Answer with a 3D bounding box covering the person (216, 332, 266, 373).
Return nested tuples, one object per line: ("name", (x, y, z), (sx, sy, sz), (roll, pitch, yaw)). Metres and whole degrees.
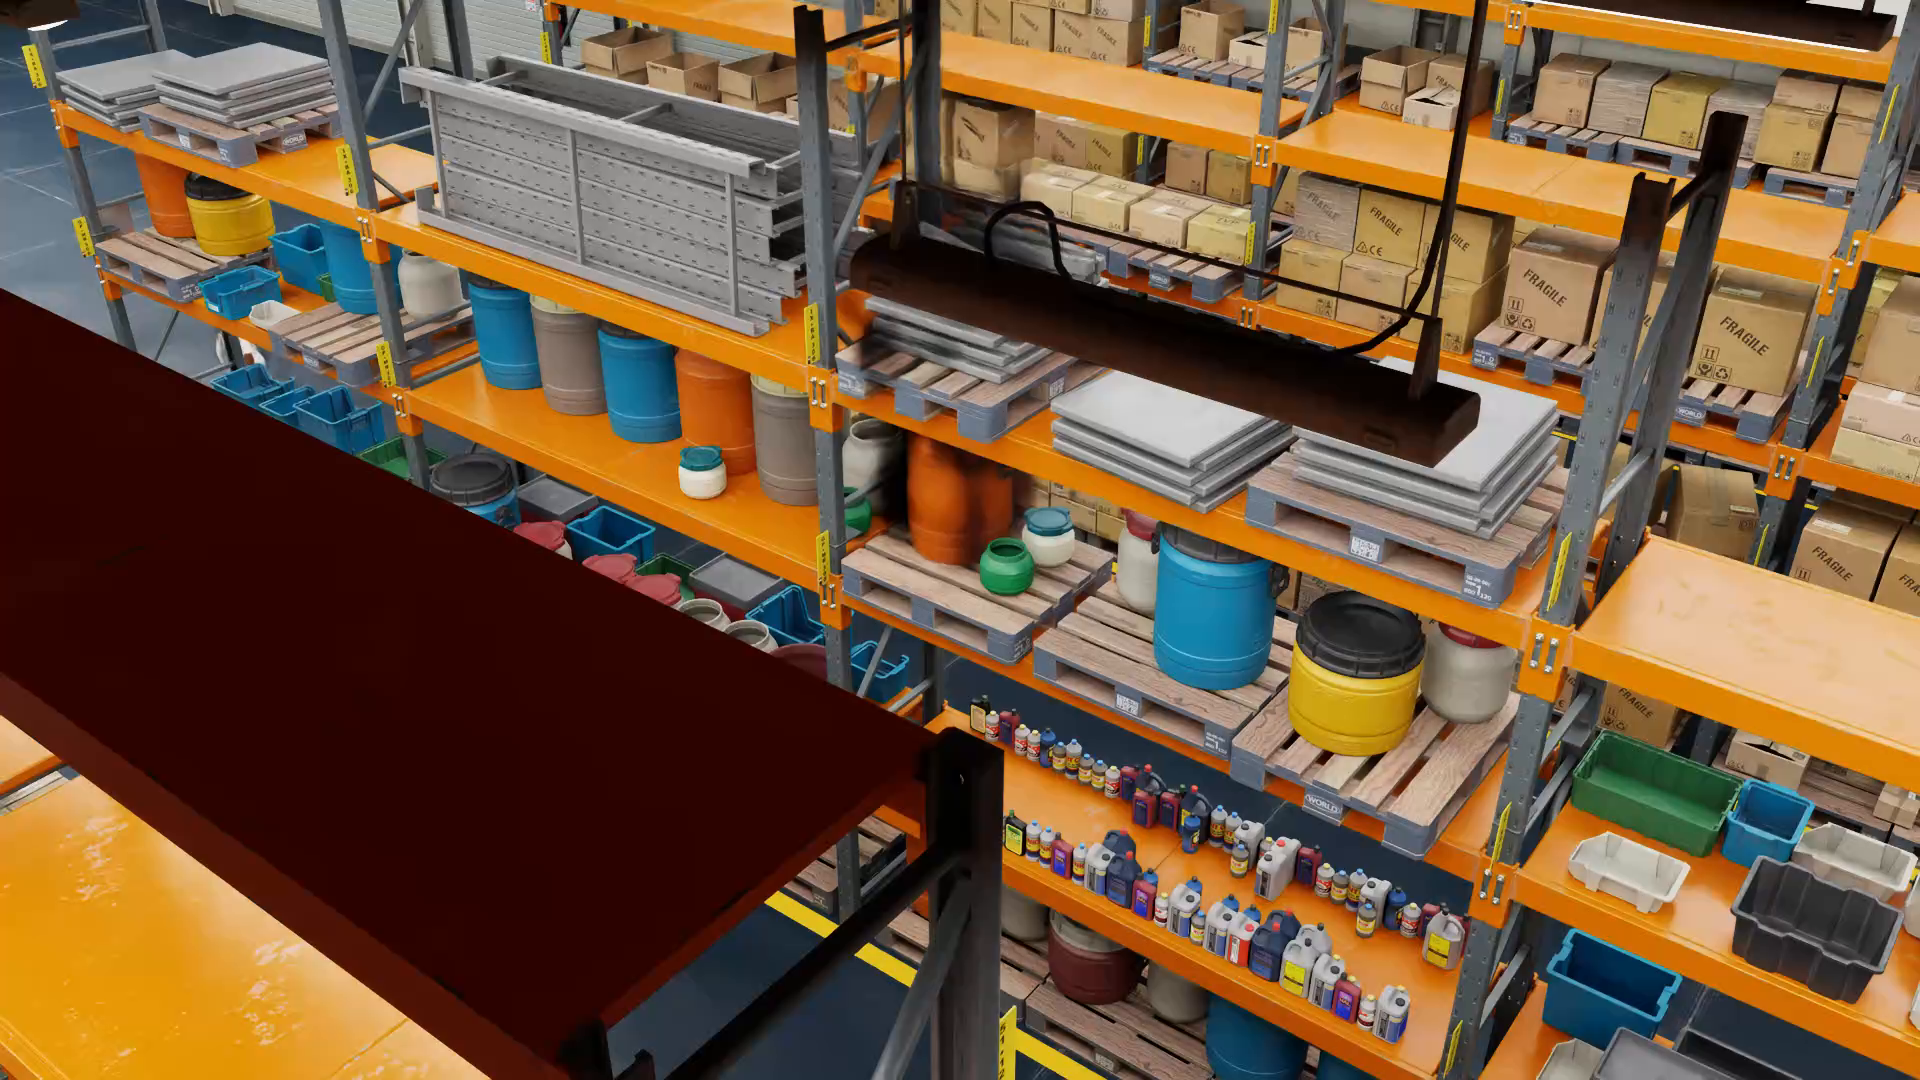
("person", (-6.987, -1.601, 16.210), (0.915, 1.766, 0.758), (0, 31, 0))
